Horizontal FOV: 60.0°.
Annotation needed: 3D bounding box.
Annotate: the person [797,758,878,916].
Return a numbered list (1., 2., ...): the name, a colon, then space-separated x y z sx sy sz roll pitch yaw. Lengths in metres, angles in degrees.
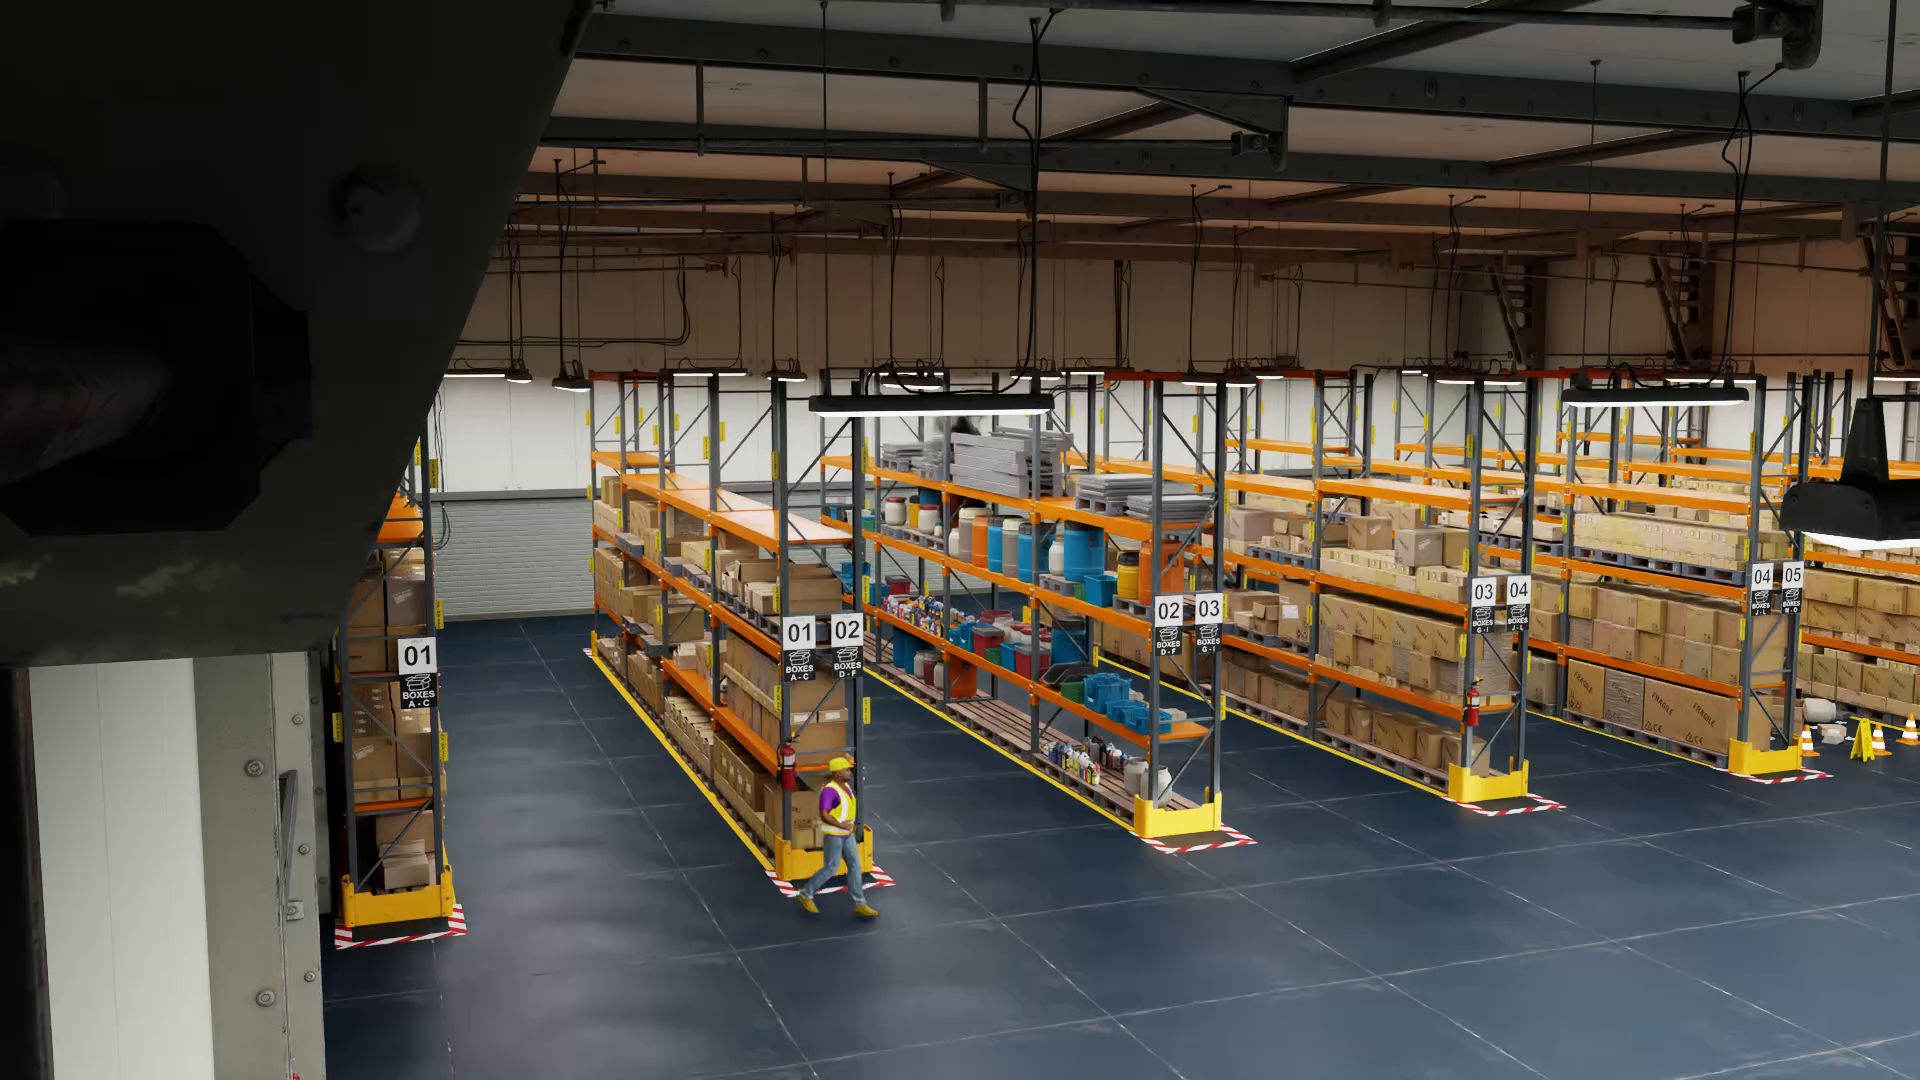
1. person: -1.317 3.338 18.858 0.938 1.732 0.759 3 7 21

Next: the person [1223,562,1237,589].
1. person: 6.081 1.342 37.176 0.670 1.727 0.864 -2 7 -20
